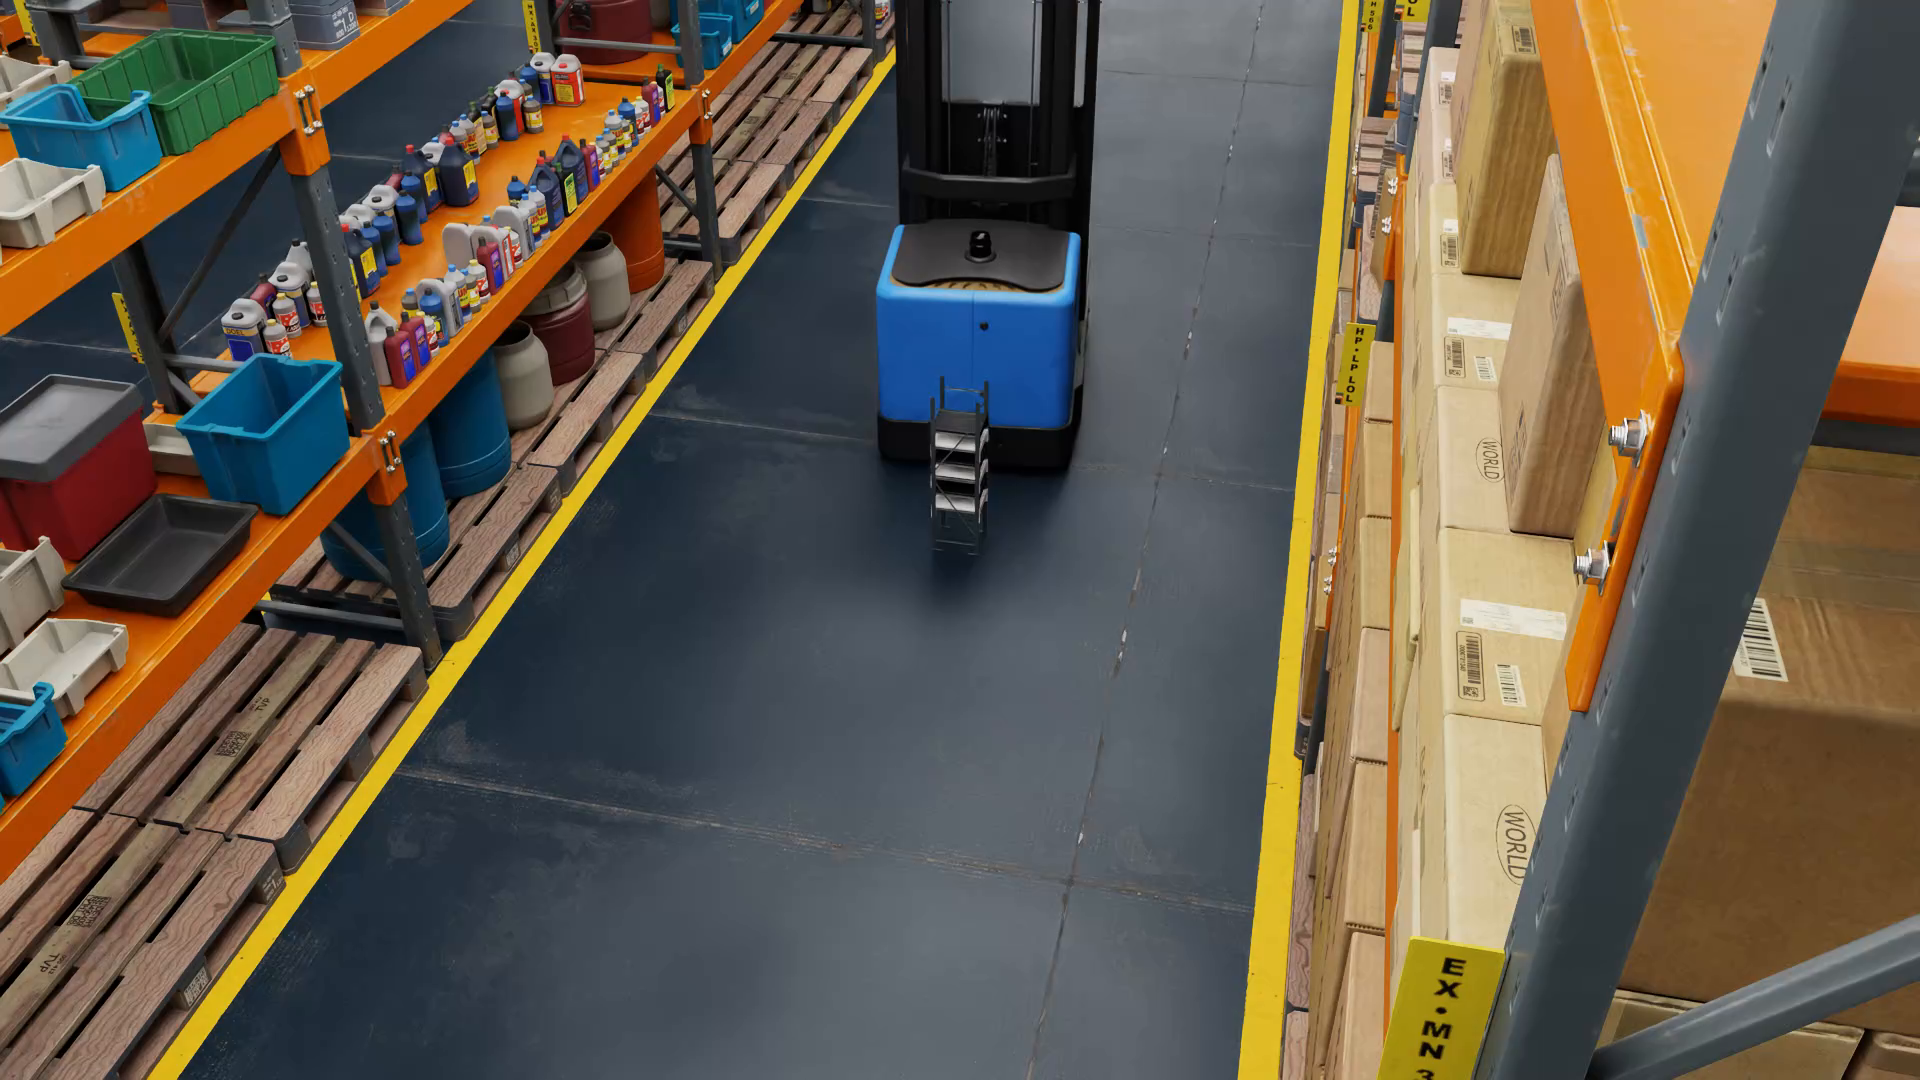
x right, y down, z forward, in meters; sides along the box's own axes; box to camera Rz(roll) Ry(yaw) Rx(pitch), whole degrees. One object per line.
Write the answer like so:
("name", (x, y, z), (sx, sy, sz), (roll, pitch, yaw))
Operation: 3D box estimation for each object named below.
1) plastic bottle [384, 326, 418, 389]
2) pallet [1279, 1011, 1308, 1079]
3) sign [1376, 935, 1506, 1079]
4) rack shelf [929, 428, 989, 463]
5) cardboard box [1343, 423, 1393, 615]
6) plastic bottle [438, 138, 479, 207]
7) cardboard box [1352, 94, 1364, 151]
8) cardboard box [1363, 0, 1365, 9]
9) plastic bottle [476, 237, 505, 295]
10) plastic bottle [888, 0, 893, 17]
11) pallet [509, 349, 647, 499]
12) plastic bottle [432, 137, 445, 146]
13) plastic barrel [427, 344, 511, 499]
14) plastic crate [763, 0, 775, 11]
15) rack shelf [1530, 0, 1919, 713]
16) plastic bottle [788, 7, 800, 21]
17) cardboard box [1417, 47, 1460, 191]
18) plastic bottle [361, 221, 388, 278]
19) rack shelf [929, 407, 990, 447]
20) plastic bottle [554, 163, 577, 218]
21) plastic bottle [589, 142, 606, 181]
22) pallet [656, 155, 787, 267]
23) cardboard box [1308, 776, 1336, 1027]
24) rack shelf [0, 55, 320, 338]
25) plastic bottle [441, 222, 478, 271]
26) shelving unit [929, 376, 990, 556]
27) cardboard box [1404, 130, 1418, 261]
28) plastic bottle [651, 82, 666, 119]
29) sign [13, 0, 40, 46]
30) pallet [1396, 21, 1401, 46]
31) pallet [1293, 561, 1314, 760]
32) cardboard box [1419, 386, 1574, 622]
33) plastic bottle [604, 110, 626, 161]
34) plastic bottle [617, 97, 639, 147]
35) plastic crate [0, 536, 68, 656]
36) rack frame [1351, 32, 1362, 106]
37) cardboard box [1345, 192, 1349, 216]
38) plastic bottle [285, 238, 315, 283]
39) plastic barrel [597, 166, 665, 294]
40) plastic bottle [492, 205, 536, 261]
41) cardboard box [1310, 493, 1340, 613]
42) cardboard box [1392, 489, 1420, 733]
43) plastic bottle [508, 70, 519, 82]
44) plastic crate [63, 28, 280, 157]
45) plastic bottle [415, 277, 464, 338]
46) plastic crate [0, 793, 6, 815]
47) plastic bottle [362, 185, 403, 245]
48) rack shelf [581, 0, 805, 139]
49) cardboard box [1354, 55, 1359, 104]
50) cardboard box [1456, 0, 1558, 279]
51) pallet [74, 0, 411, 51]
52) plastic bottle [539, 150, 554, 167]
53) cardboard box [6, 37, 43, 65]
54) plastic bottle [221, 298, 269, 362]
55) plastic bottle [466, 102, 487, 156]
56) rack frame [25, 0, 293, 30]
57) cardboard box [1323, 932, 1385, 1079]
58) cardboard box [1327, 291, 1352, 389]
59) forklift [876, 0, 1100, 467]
("plastic bottle", (-2.418, -0.807, 7.177), (0.061, 0.283, 0.133), (7, 37, 10))
("pallet", (1.519, 2.150, 5.375), (1.003, 0.211, 1.213), (7, 37, 10))
("sign", (0.533, 0.564, 1.875), (0.100, 0.325, 0.005), (7, 37, 10))
("rack shelf", (-0.002, -0.478, 8.164), (0.258, 0.077, 0.200), (7, 37, 10))
("cardboard box", (1.440, 0.011, 5.012), (0.500, 0.500, 0.500), (6, 36, 9))
("plastic bottle", (-2.623, -1.935, 8.677), (0.144, 0.351, 0.185), (7, 37, 10))
("cardboard box", (2.976, -2.858, 11.414), (0.500, 0.311, 0.500), (8, 37, 11))
("cardboard box", (3.729, -4.585, 14.276), (0.500, 0.250, 0.500), (7, 37, 10))
("plastic bottle", (-2.228, -1.316, 7.880), (0.061, 0.283, 0.133), (7, 37, 10))
("plastic bottle", (-0.665, -4.676, 14.362), (0.152, 0.276, 0.135), (9, 37, 12))
("pallet", (-2.449, -0.707, 9.316), (1.003, 0.211, 1.213), (7, 37, 10))
("plastic bottle", (-2.765, -2.006, 8.842), (0.097, 0.271, 0.097), (0, 36, 0))
("plastic barrel", (-2.629, -0.734, 8.407), (0.600, 0.901, 0.708), (7, 37, 10))
("plastic crate", (-1.414, -3.905, 11.297), (0.402, 0.464, 0.583), (7, 37, 10))
("rack shelf", (1.498, -1.065, 2.937), (1.077, 0.370, 4.000), (7, 37, 10))
("plastic bottle", (-1.431, -4.576, 14.288), (0.097, 0.201, 0.097), (0, 36, 0))
("cardboard box", (1.579, -1.183, 4.743), (0.500, 0.250, 0.500), (7, 37, 10))
("plastic bottle", (-2.833, -1.406, 8.013), (0.097, 0.271, 0.097), (0, 36, 0))
("rack shelf", (-0.002, -0.551, 8.111), (0.258, 0.077, 0.200), (7, 37, 10))
("plastic bottle", (-2.040, -1.821, 8.576), (0.061, 0.283, 0.133), (7, 37, 10))
("plastic bottle", (-1.965, -2.038, 8.946), (0.097, 0.201, 0.097), (0, 36, 0))
("pallet", (-1.855, -2.301, 11.515), (1.003, 0.211, 1.213), (7, 37, 10))
("cardboard box", (1.228, 1.015, 4.478), (0.500, 0.500, 0.500), (7, 36, 9))
("rack shelf", (-3.340, -0.474, 4.676), (1.077, 0.370, 4.000), (7, 37, 10))
("plastic bottle", (-2.393, -1.415, 8.022), (0.152, 0.276, 0.135), (7, 37, 10))
("shelving unit", (-0.002, -0.360, 8.250), (0.258, 0.900, 0.210), (7, 37, 10))
("cardboard box", (1.580, -0.981, 4.889), (0.500, 0.250, 0.500), (7, 37, 10))
("plastic bottle", (-1.770, -2.561, 9.667), (0.097, 0.201, 0.097), (0, 36, 0))
("sign", (-3.450, -1.986, 6.141), (0.100, 0.325, 0.005), (7, 37, 10))
("pallet", (2.352, -2.173, 6.567), (1.213, 0.211, 1.003), (7, 37, 10))
("pallet", (2.062, 0.583, 7.536), (1.003, 0.211, 1.213), (7, 37, 10))
("cardboard box", (1.149, -0.037, 3.161), (0.500, 0.250, 0.500), (7, 37, 10))
("plastic bottle", (-1.903, -2.234, 9.156), (0.097, 0.271, 0.097), (0, 36, 0))
("plastic bottle", (-1.861, -2.346, 9.310), (0.097, 0.271, 0.097), (0, 36, 0))
("plastic crate", (-3.419, 0.178, 5.768), (0.437, 0.282, 0.530), (7, 37, 10))
("rack frame", (3.634, -4.661, 12.395), (1.000, 3.000, 0.127), (7, 37, 10))
("cardboard box", (2.871, -2.341, 11.179), (0.500, 0.250, 0.500), (8, 37, 11))
("plastic bottle", (-3.036, -1.246, 7.725), (0.144, 0.351, 0.185), (7, 37, 10))
("plastic barrel", (-2.146, -2.000, 10.215), (0.600, 0.830, 0.708), (7, 37, 10))
("plastic bottle", (-2.194, -1.529, 8.179), (0.152, 0.276, 0.135), (7, 37, 10))
("cardboard box", (1.865, 0.158, 7.501), (0.500, 0.500, 0.500), (7, 37, 10))
("cardboard box", (1.135, 0.163, 3.310), (0.500, 0.250, 0.500), (7, 37, 10))
("plastic bottle", (-2.581, -2.553, 9.587), (0.061, 0.283, 0.133), (7, 37, 10))
("plastic crate", (-2.708, -1.546, 5.721), (0.450, 0.188, 0.662), (7, 37, 10))
("plastic bottle", (-2.364, -1.075, 7.553), (0.152, 0.276, 0.135), (7, 37, 10))
("plastic crate", (-3.112, 0.784, 4.974), (0.416, 0.233, 0.300), (7, 37, 10))
("plastic bottle", (-2.880, -1.623, 8.309), (0.152, 0.276, 0.135), (7, 37, 10))
("rack shelf", (-1.631, -3.846, 11.884), (1.077, 0.370, 4.000), (7, 37, 10))
("cardboard box", (3.306, -3.518, 12.803), (0.500, 0.250, 0.500), (6, 36, 9))
("cardboard box", (1.513, -0.895, 3.705), (0.700, 0.500, 0.500), (7, 37, 10))
("pallet", (-2.841, -2.298, 6.739), (1.213, 0.211, 1.003), (7, 37, 10))
("plastic bottle", (-2.152, -1.915, 8.706), (0.061, 0.283, 0.133), (7, 37, 10))
("cardboard box", (-6.783, -3.469, 11.867), (0.500, 0.250, 0.500), (9, 37, 12))
("plastic bottle", (-3.144, -0.914, 7.331), (0.152, 0.276, 0.135), (7, 37, 10))
("plastic bottle", (-2.688, -2.268, 9.192), (0.061, 0.283, 0.133), (7, 37, 10))
("rack frame", (-2.913, -3.127, 5.166), (1.000, 3.000, 0.127), (7, 37, 10))
("cardboard box", (1.005, 1.194, 3.380), (0.500, 0.500, 0.500), (8, 37, 11))
("cardboard box", (2.297, -1.008, 9.110), (0.500, 0.500, 0.500), (6, 36, 8))
("forklift", (0.222, -2.428, 9.373), (1.130, 2.935, 3.031), (4, 36, 5))
